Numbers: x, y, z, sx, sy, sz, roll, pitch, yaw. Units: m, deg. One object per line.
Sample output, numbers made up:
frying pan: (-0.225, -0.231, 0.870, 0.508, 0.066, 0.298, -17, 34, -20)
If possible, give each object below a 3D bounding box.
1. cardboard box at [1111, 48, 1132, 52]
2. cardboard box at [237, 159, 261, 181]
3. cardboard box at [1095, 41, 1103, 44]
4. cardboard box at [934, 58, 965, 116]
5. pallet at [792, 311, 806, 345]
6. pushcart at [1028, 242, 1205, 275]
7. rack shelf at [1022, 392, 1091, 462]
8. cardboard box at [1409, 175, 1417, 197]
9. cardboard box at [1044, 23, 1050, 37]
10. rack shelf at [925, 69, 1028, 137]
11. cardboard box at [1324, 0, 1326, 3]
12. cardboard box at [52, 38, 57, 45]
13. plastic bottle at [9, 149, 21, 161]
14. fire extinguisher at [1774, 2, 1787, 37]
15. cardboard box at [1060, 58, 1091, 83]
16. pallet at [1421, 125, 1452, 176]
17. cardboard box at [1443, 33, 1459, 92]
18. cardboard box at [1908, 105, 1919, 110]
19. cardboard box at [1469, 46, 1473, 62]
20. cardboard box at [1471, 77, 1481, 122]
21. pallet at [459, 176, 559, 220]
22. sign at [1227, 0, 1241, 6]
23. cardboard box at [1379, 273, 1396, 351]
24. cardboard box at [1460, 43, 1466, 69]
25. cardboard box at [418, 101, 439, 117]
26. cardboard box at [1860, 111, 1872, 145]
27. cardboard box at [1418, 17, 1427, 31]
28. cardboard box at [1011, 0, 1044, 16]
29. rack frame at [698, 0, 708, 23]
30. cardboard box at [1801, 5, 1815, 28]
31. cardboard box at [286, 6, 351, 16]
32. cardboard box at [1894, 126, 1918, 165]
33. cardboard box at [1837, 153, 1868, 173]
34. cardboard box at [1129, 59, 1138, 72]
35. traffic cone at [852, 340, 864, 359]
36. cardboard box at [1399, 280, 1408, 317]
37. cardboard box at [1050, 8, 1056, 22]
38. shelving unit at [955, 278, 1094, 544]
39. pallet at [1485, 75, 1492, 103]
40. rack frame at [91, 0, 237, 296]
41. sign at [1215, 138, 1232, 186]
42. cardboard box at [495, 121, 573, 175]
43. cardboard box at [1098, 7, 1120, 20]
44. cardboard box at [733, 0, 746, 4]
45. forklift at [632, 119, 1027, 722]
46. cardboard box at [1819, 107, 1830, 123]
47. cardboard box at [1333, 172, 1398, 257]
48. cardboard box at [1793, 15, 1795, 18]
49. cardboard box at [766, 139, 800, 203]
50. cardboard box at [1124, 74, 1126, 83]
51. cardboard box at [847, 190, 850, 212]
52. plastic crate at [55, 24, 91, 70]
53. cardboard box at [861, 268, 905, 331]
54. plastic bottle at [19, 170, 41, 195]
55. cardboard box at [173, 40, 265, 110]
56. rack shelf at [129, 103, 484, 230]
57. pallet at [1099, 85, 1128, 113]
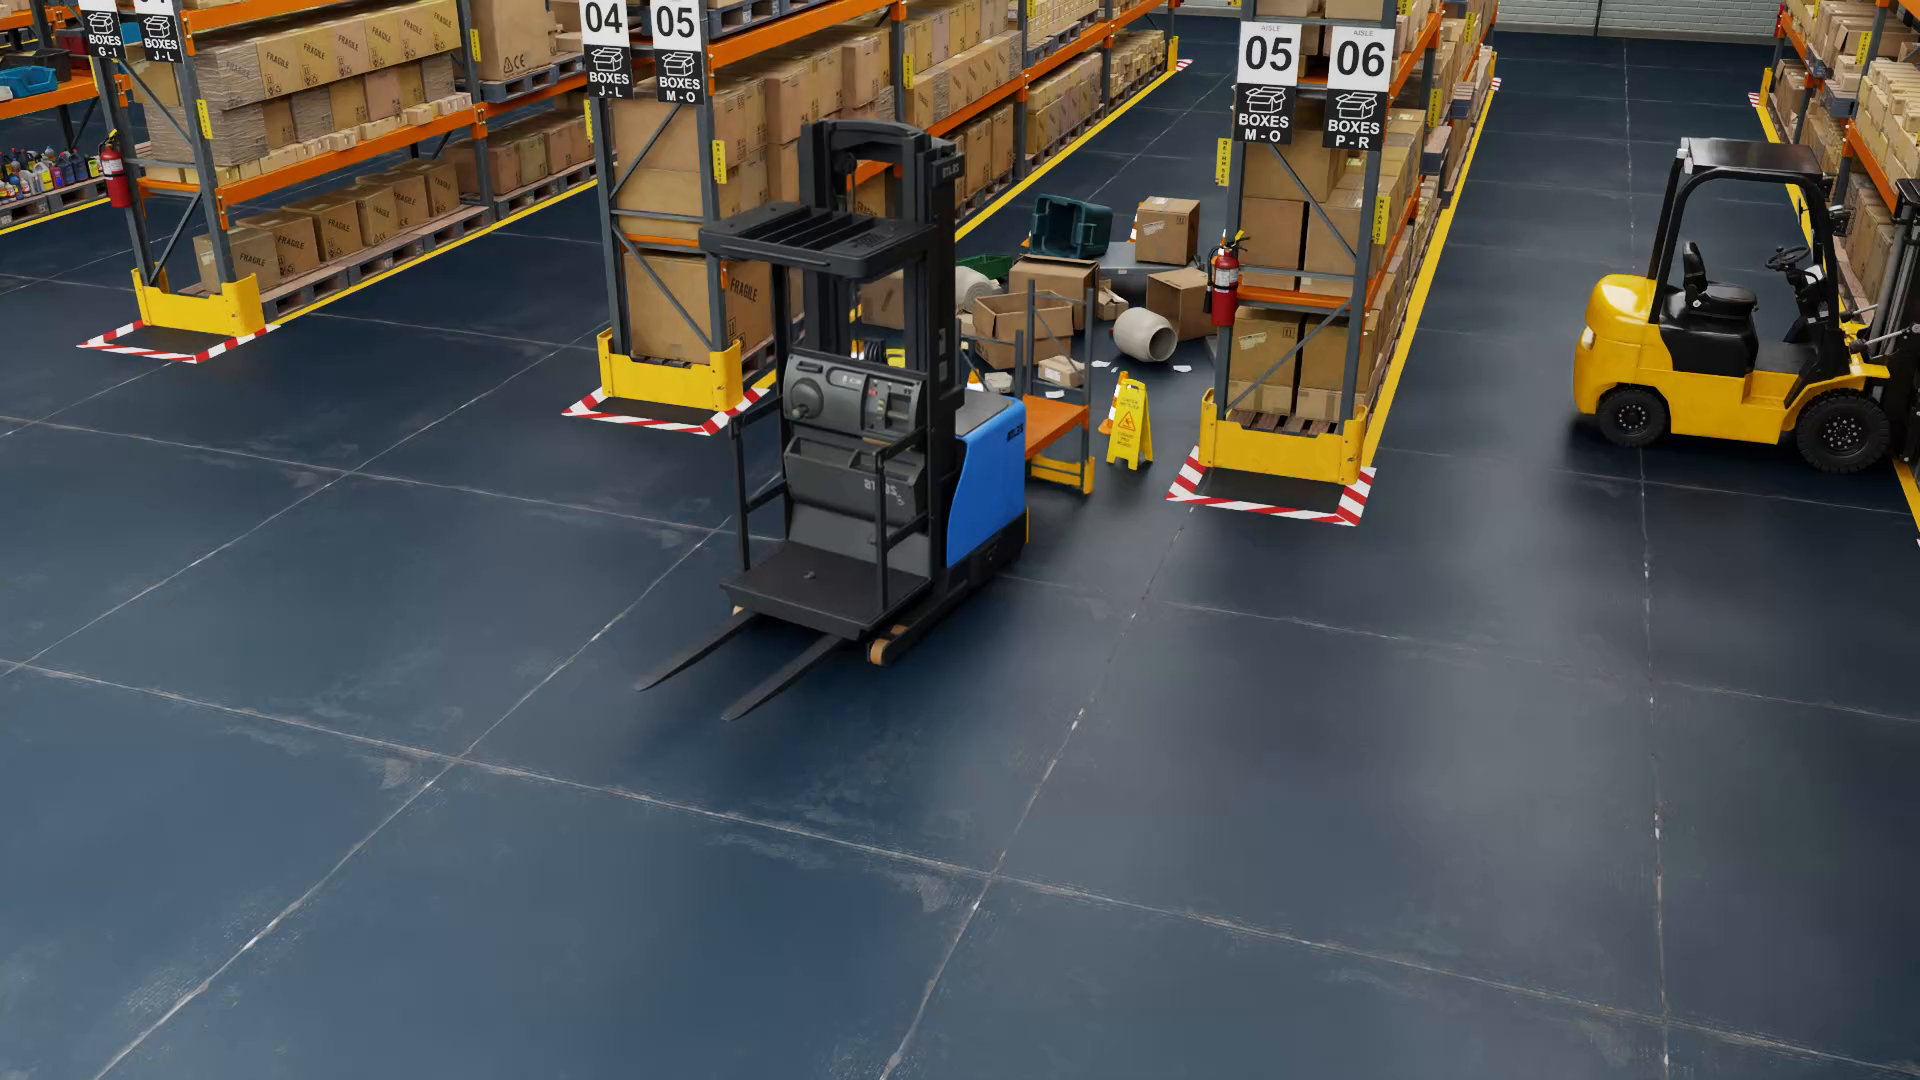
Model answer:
cardboard box: (2.372, -7.300, 24.991, 0.380, 0.149, 0.250, 8, 27, 15)
cardboard box: (-6.579, -3.371, 15.058, 0.380, 0.149, 0.250, 9, 27, 17)
cardboard box: (2.054, -7.579, 25.569, 0.380, 0.149, 0.250, 9, 27, 18)
cardboard box: (-0.260, -4.819, 17.646, 0.500, 0.500, 0.500, 9, 27, 17)
pallet: (-1.756, -2.125, 15.396, 1.003, 0.211, 1.213, 9, 27, 17)
pushcart: (1.510, -2.638, 16.265, 1.648, 0.377, 0.936, 0, 26, -1)
rack shelf: (0.438, -0.737, 11.463, 0.538, 0.185, 1.000, 14, 29, 27)
cardboard box: (3.781, -3.115, 14.530, 0.380, 0.149, 0.250, 9, 27, 19)
cardboard box: (0.913, -6.391, 20.813, 0.380, 0.149, 0.250, 10, 28, 20)
rack shelf: (-0.359, -4.682, 18.304, 1.077, 0.370, 4.000, 9, 27, 17)
cardboard box: (2.369, -3.850, 11.690, 0.380, 0.149, 0.250, 8, 27, 17)
cardboard box: (-13.588, -7.518, 25.699, 0.500, 0.500, 0.500, 10, 28, 19)
plastic bottle: (-10.999, -4.397, 19.425, 0.144, 0.351, 0.185, 10, 27, 19)
fire extinguisher: (11.965, -7.646, 24.116, 0.296, 0.674, 0.183, 9, 27, 17)
cardboard box: (1.444, -6.321, 22.389, 0.500, 0.250, 0.500, 10, 28, 20)
pallet: (4.068, -3.714, 15.700, 1.003, 0.211, 1.213, 9, 27, 17)
cardboard box: (4.790, -4.871, 16.930, 0.500, 0.500, 0.500, 7, 27, 14)
cardboard box: (8.572, -3.727, 14.645, 0.380, 0.149, 0.250, 8, 27, 16)
cardboard box: (6.071, -6.093, 20.565, 0.500, 0.250, 0.500, 8, 27, 16)
cardboard box: (6.649, -6.074, 22.810, 0.875, 0.438, 0.875, 8, 27, 17)
pallet: (-5.411, -4.010, 19.290, 1.003, 0.211, 1.213, 9, 27, 17)
sign: (1.829, -3.701, 10.994, 0.100, 0.325, 0.005, 9, 27, 17)
cardboard box: (3.227, -1.875, 13.493, 0.500, 0.500, 0.500, 9, 27, 18)
cardboard box: (5.409, -5.481, 18.728, 0.500, 0.250, 0.500, 9, 27, 17)
cardboard box: (-5.695, -4.505, 17.402, 0.380, 0.149, 0.250, 9, 27, 17)
cardboard box: (9.140, -4.013, 16.268, 0.500, 0.250, 0.500, 8, 27, 16)
cardboard box: (3.503, -4.150, 13.225, 0.380, 0.149, 0.250, 10, 27, 19)
cardboard box: (0.815, -6.544, 20.448, 0.380, 0.149, 0.250, 9, 27, 17)
rack frame: (-2.356, -5.240, 11.747, 1.000, 3.000, 0.127, 9, 27, 17)
cardboard box: (11.291, -6.799, 21.681, 0.500, 0.250, 0.500, 9, 27, 17)
cardboard box: (-6.390, -5.015, 16.562, 0.500, 0.500, 0.500, 9, 27, 17)
cardboard box: (8.445, -3.398, 14.425, 0.500, 0.250, 0.500, 8, 27, 16)
cardboard box: (9.615, -4.029, 17.771, 0.380, 0.149, 0.250, 7, 27, 15)
cardboard box: (2.456, -7.151, 25.025, 0.380, 0.149, 0.250, 9, 27, 17)
traffic cone: (-0.840, -1.411, 13.633, 0.336, 0.463, 0.334, 9, 27, 17)
cardboard box: (3.733, -2.177, 14.978, 0.500, 0.250, 0.500, 10, 28, 20)
cardboard box: (0.998, -6.635, 20.977, 0.380, 0.149, 0.250, 9, 27, 18)
shelving unit: (0.443, -0.902, 11.392, 0.587, 1.500, 1.083, 14, 29, 27)
pallet: (7.478, -6.844, 25.143, 1.003, 0.211, 1.213, 9, 27, 17)
rack frame: (-7.000, -3.301, 14.626, 1.000, 3.000, 0.127, 9, 27, 17)
sign: (1.829, -2.616, 11.520, 0.100, 0.325, 0.005, 9, 27, 17)
cardboard box: (-5.082, -4.690, 19.859, 0.700, 0.500, 0.500, 6, 27, 13)
cardboard box: (2.040, -7.428, 23.437, 0.380, 0.149, 0.250, 10, 28, 19)
cardboard box: (-1.855, -4.211, 12.754, 0.380, 0.149, 0.250, 9, 27, 18)
forklift: (-0.739, -0.806, 9.551, 1.130, 2.935, 3.031, 14, 29, 27)
cardboard box: (10.557, -5.092, 19.967, 0.380, 0.149, 0.250, 7, 27, 15)
cardboard box: (2.934, -2.411, 12.331, 0.500, 0.500, 0.500, 10, 27, 19)
cardboard box: (11.943, -7.401, 23.382, 0.380, 0.149, 0.250, 9, 27, 19)
cardboard box: (-1.808, -3.208, 14.261, 0.875, 0.550, 0.550, 9, 27, 17)
cardboard box: (2.278, -6.927, 24.904, 0.380, 0.149, 0.250, 8, 27, 15)
cardboard box: (-1.597, -2.797, 15.542, 0.875, 0.875, 0.875, 9, 27, 18)
plastic crate: (-10.467, -5.935, 19.993, 0.402, 0.464, 0.583, 9, 27, 17)
cardboard box: (-0.574, -2.273, 15.369, 0.500, 0.500, 0.500, 14, 29, 26)
plastic bottle: (-10.511, -4.051, 18.795, 0.152, 0.276, 0.135, 9, 27, 18)
cardboard box: (-6.560, -4.117, 14.707, 0.500, 0.500, 0.500, 9, 27, 17)
rack shelf: (-6.334, -3.799, 16.480, 1.077, 0.370, 4.000, 9, 27, 17)
pallet: (1.827, -6.498, 24.428, 1.003, 0.211, 1.213, 9, 27, 17)
